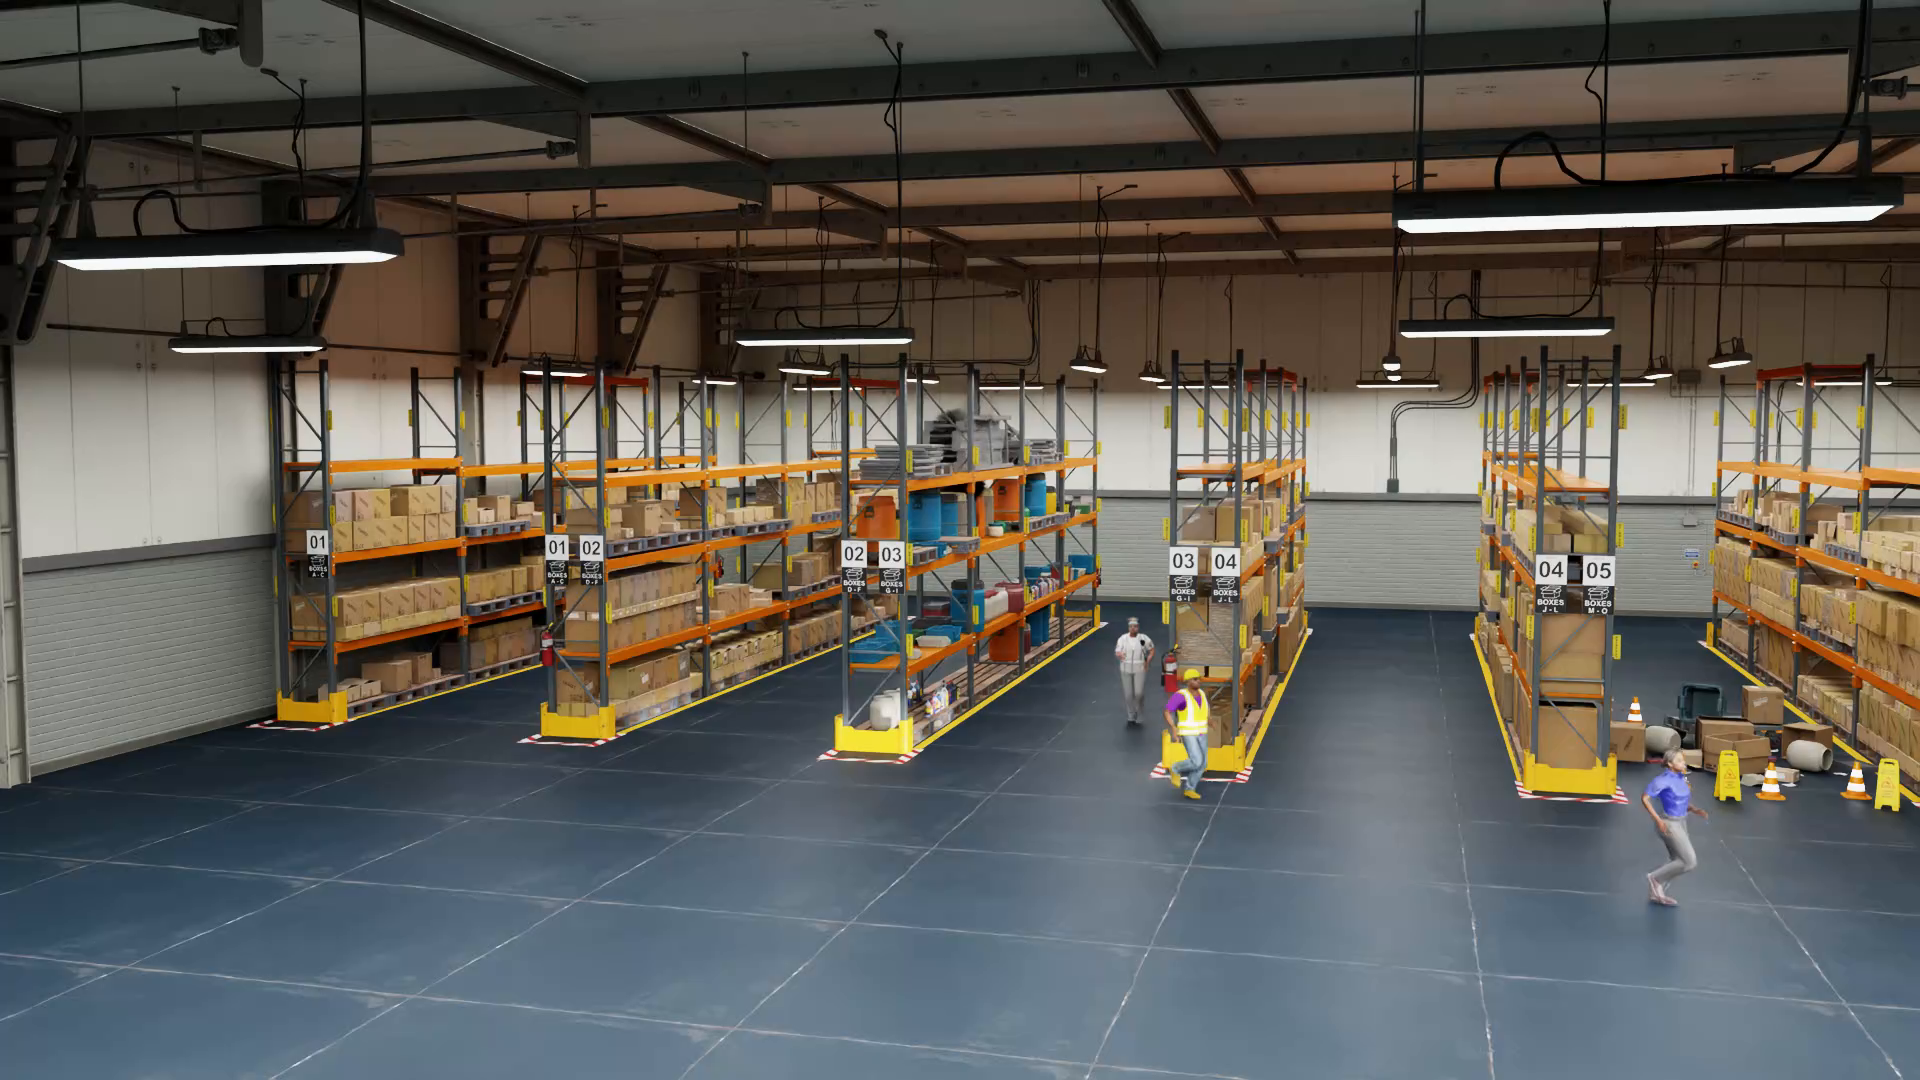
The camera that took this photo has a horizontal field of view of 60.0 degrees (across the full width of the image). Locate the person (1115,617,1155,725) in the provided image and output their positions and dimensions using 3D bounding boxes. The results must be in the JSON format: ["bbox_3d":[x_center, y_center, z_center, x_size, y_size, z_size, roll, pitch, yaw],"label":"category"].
[{"bbox_3d":[2.848,2.164,27.348,0.625,1.789,0.651,1,4,12],"label":"person"}]

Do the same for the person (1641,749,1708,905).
[{"bbox_3d":[7.363,2.962,17.068,0.576,1.615,0.560,4,6,44],"label":"person"}]

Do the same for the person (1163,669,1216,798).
[{"bbox_3d":[3.082,2.565,22.053,0.712,1.720,0.585,-3,5,-34],"label":"person"}]
